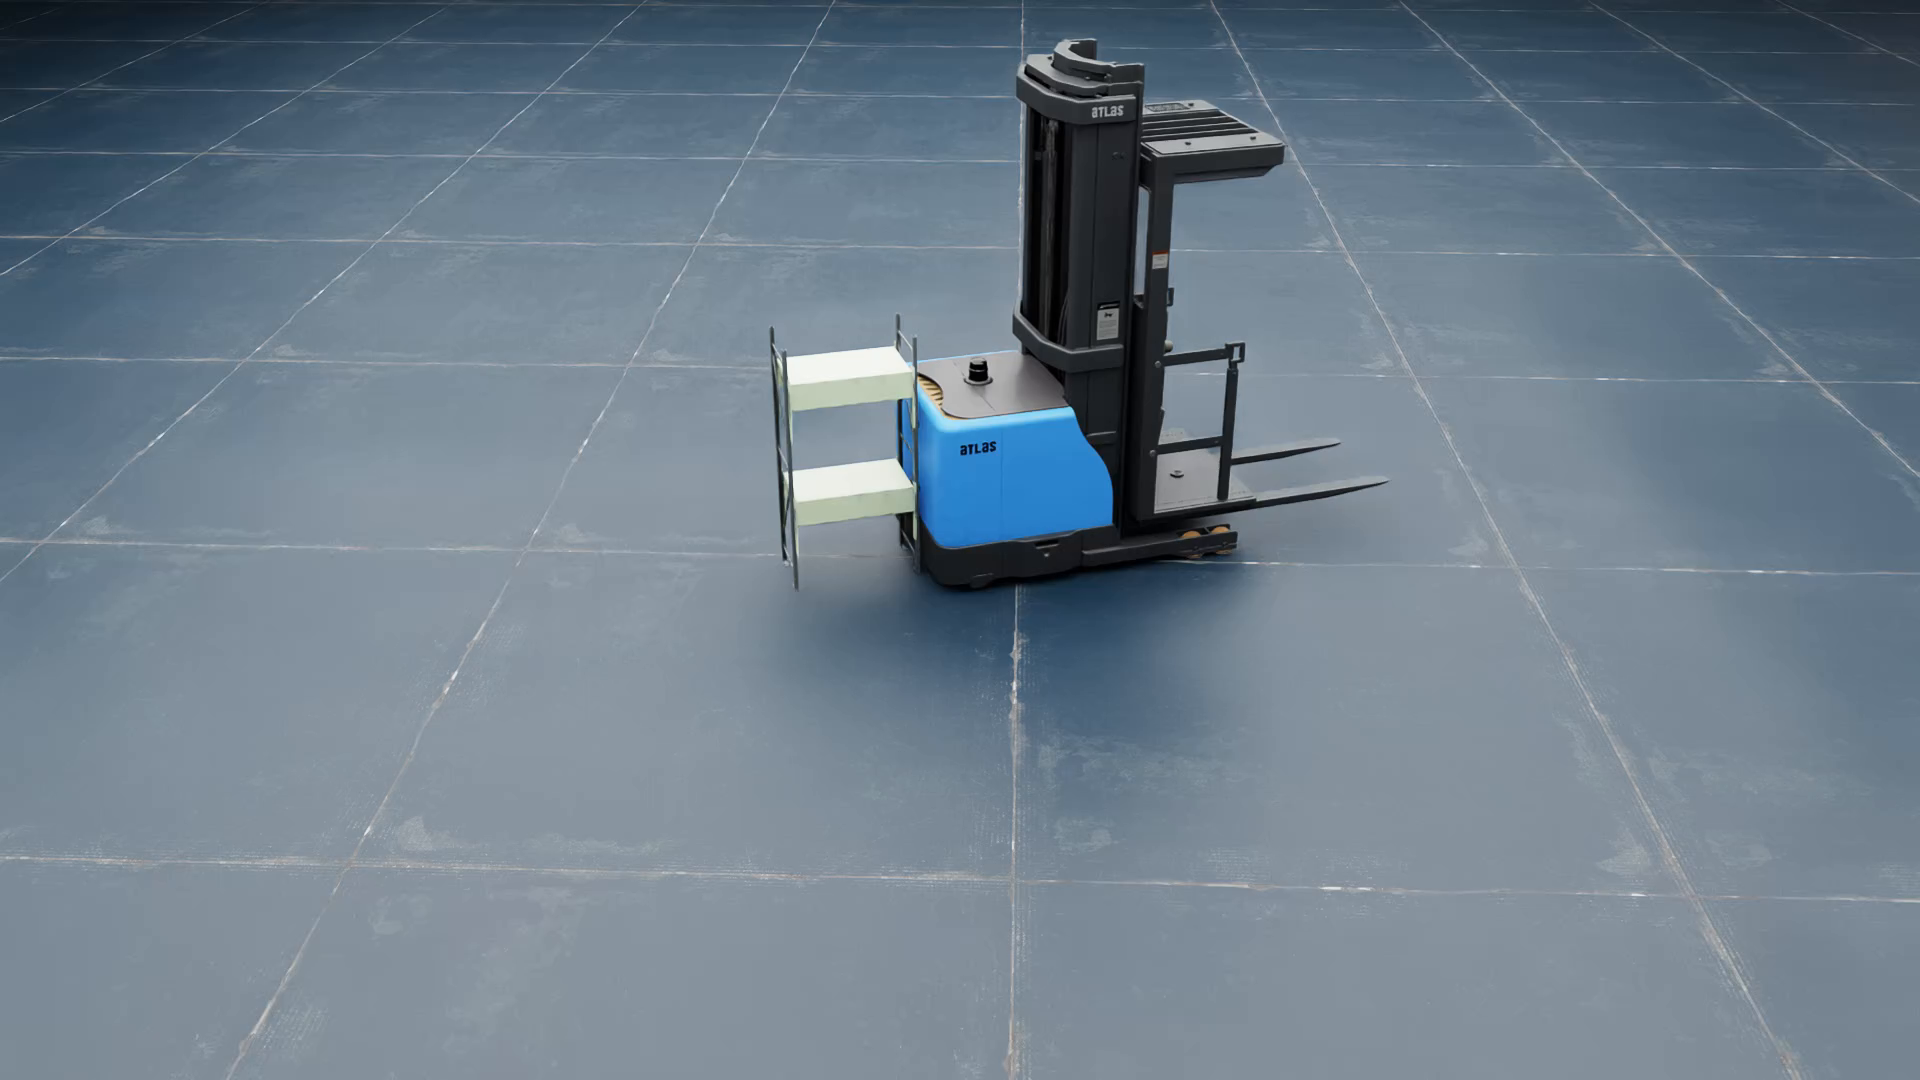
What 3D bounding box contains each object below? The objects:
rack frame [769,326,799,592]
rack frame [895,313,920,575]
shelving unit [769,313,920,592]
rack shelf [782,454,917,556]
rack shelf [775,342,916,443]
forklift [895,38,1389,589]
[{"bbox_3d":[-1.006,-0.450,9.523,0.023,1.500,0.400,-8,29,-15],"label":"rack frame"},{"bbox_3d":[-0.304,-0.547,9.706,0.023,1.500,0.400,-8,29,-15],"label":"rack frame"},{"bbox_3d":[-0.655,-0.499,9.614,0.755,1.500,0.431,-8,29,-15],"label":"shelving unit"},{"bbox_3d":[-0.655,-0.211,9.767,0.720,0.370,0.431,-8,29,-15],"label":"rack shelf"},{"bbox_3d":[-0.655,-0.843,9.432,0.720,0.370,0.431,-8,29,-15],"label":"rack shelf"},{"bbox_3d":[1.170,-1.405,9.796,3.031,2.935,1.130,-9,29,-16],"label":"forklift"}]
